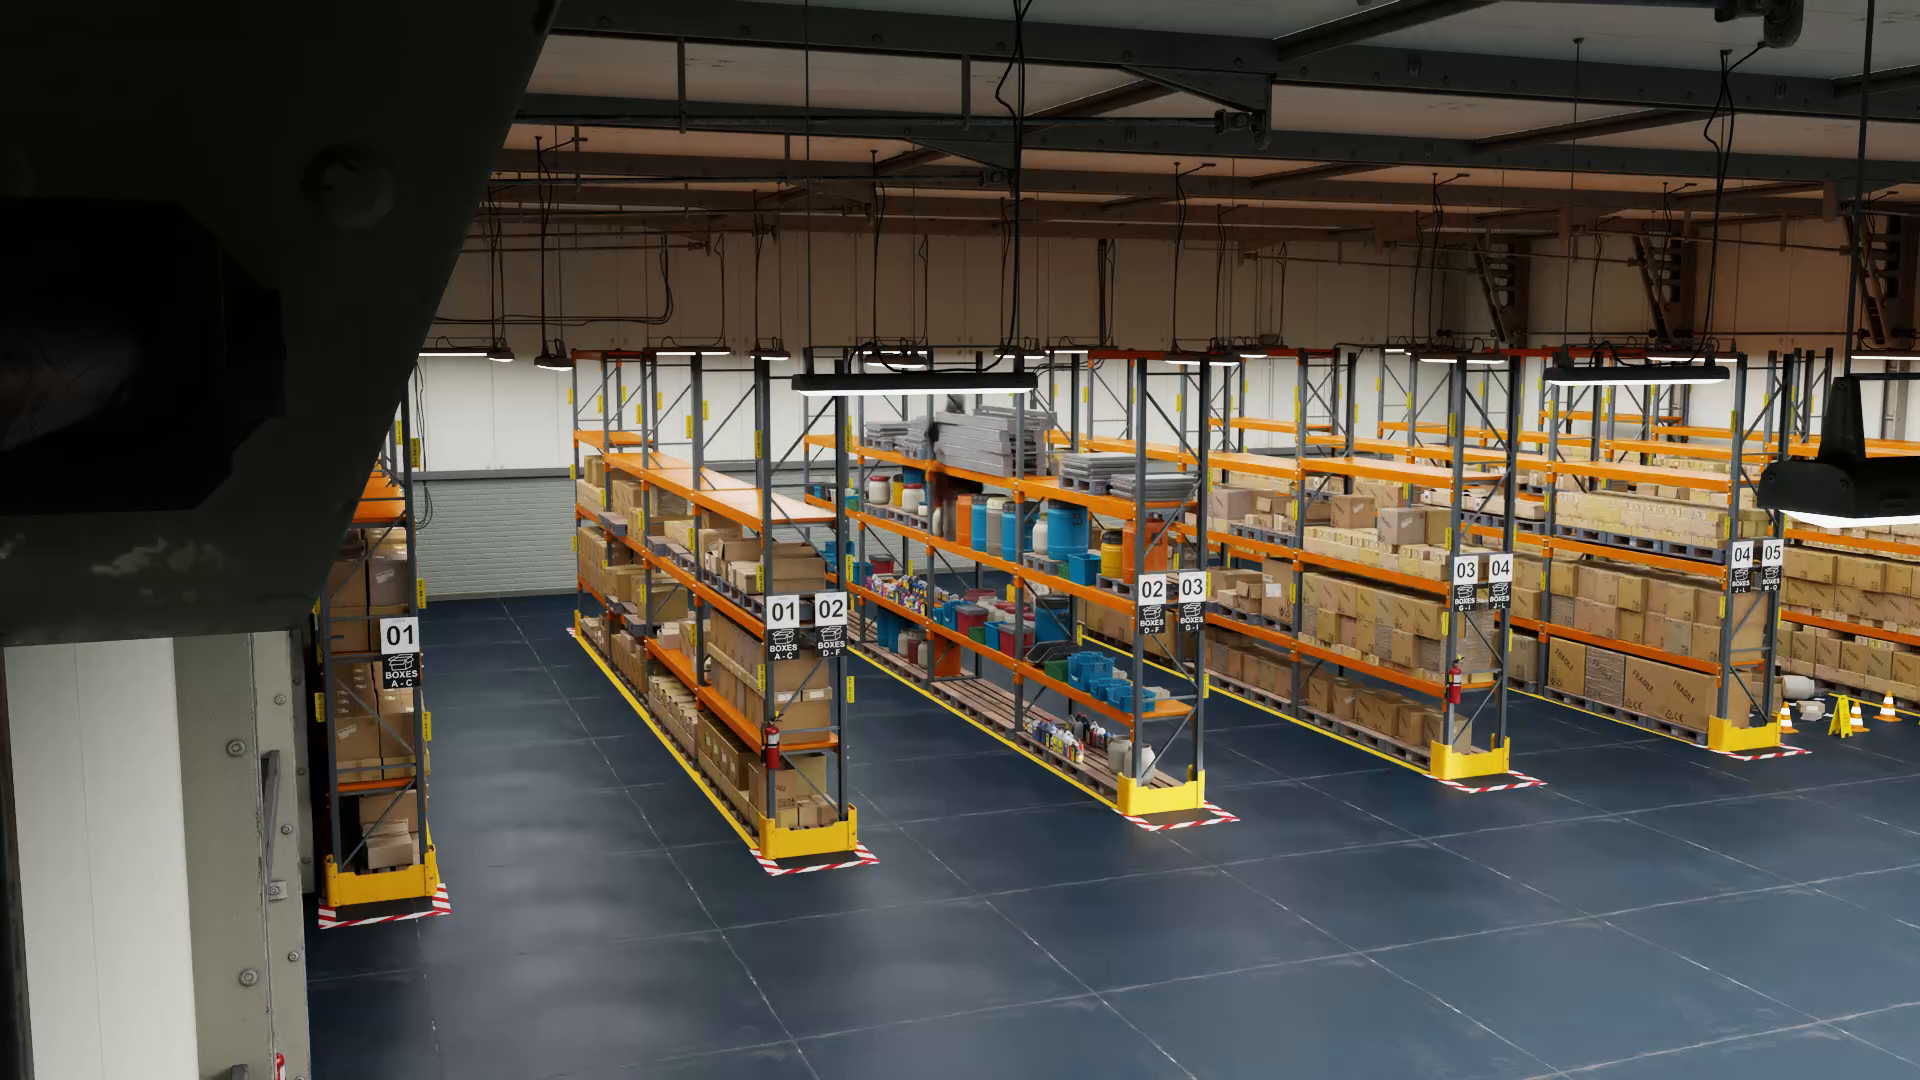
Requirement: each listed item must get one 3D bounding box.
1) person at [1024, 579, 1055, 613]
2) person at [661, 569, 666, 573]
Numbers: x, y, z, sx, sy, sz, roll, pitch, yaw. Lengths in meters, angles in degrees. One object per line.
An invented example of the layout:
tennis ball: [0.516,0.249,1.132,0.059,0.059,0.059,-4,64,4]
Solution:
person: [1.674,1.217,34.235,0.649,1.755,0.629,-2,8,-19]
person: [-6.303,0.995,35.691,0.670,1.797,0.927,-6,9,-41]
